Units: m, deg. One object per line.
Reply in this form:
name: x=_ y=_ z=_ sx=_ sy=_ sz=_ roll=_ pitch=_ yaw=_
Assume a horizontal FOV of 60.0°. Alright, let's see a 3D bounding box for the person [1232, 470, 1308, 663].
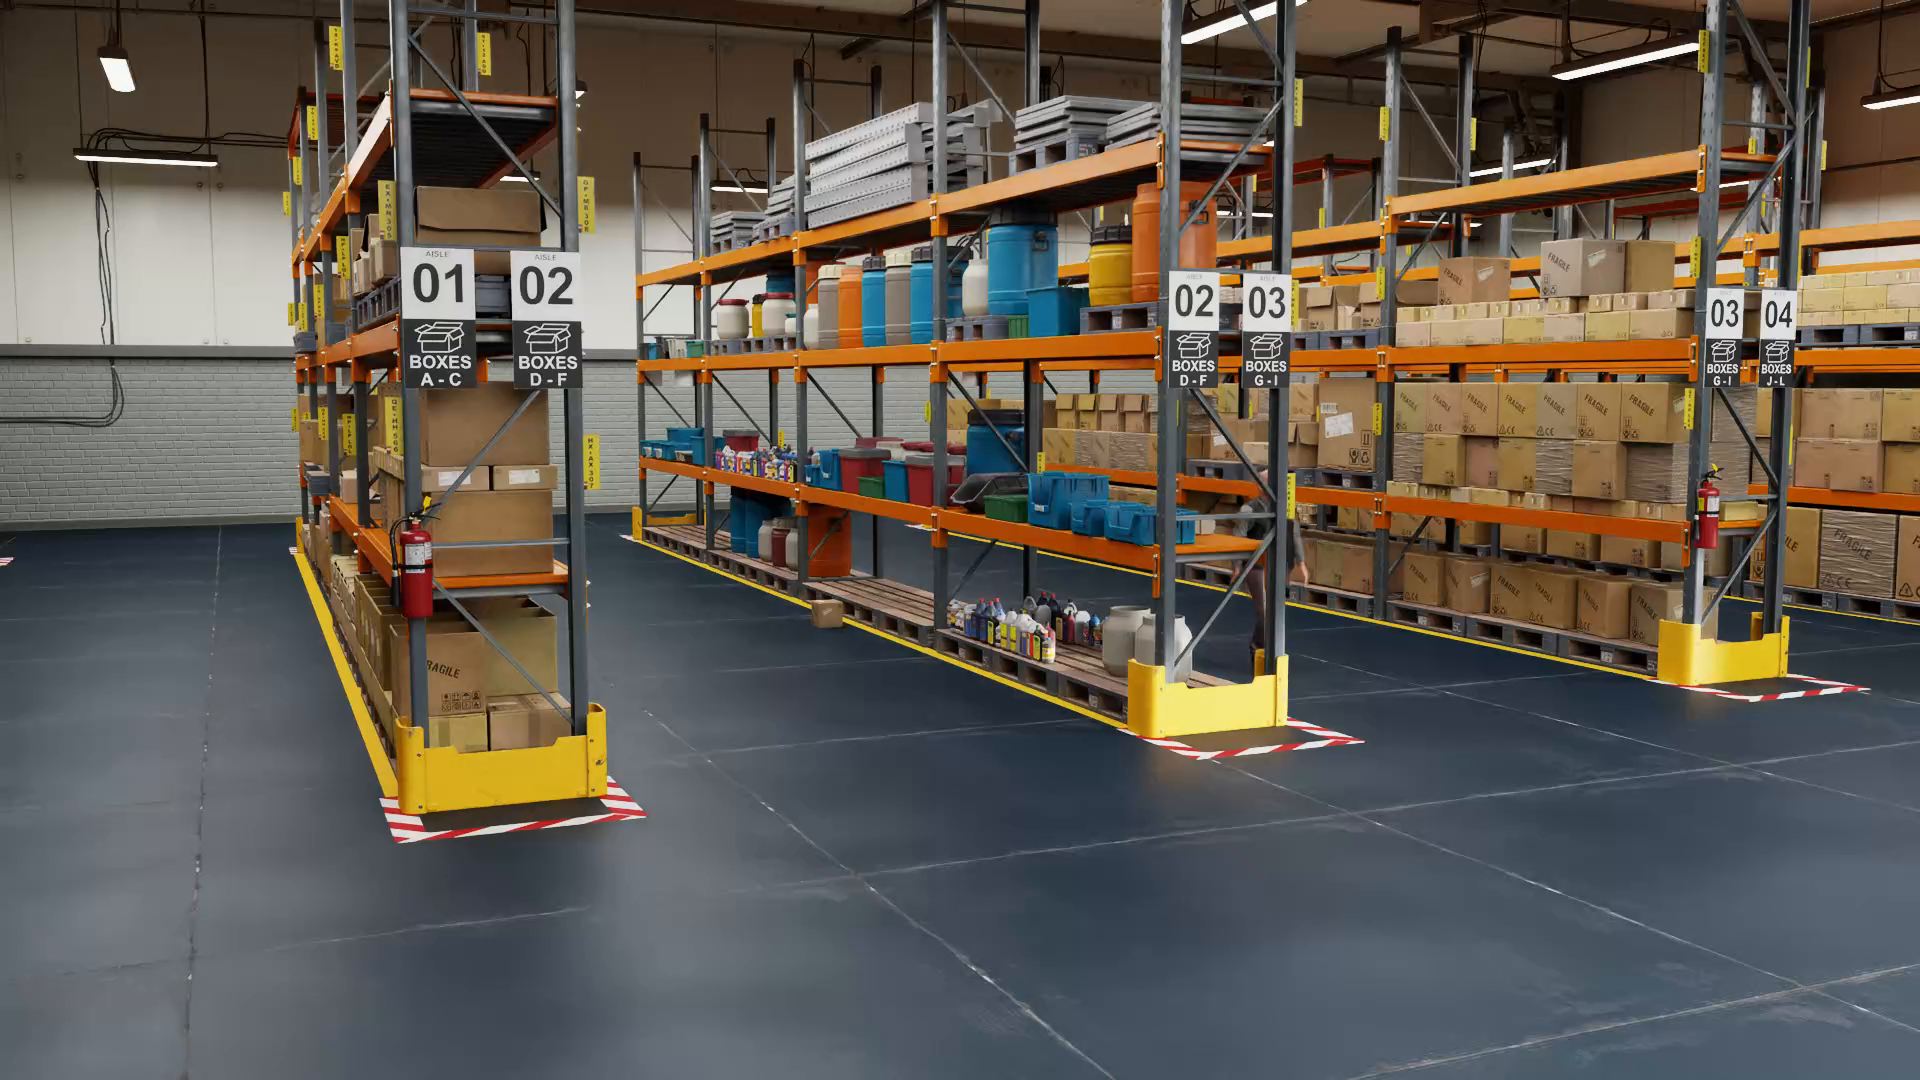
person: x=2.630 y=0.266 z=13.904 sx=0.561 sy=1.690 sz=0.897 roll=-2 pitch=6 yaw=-22
